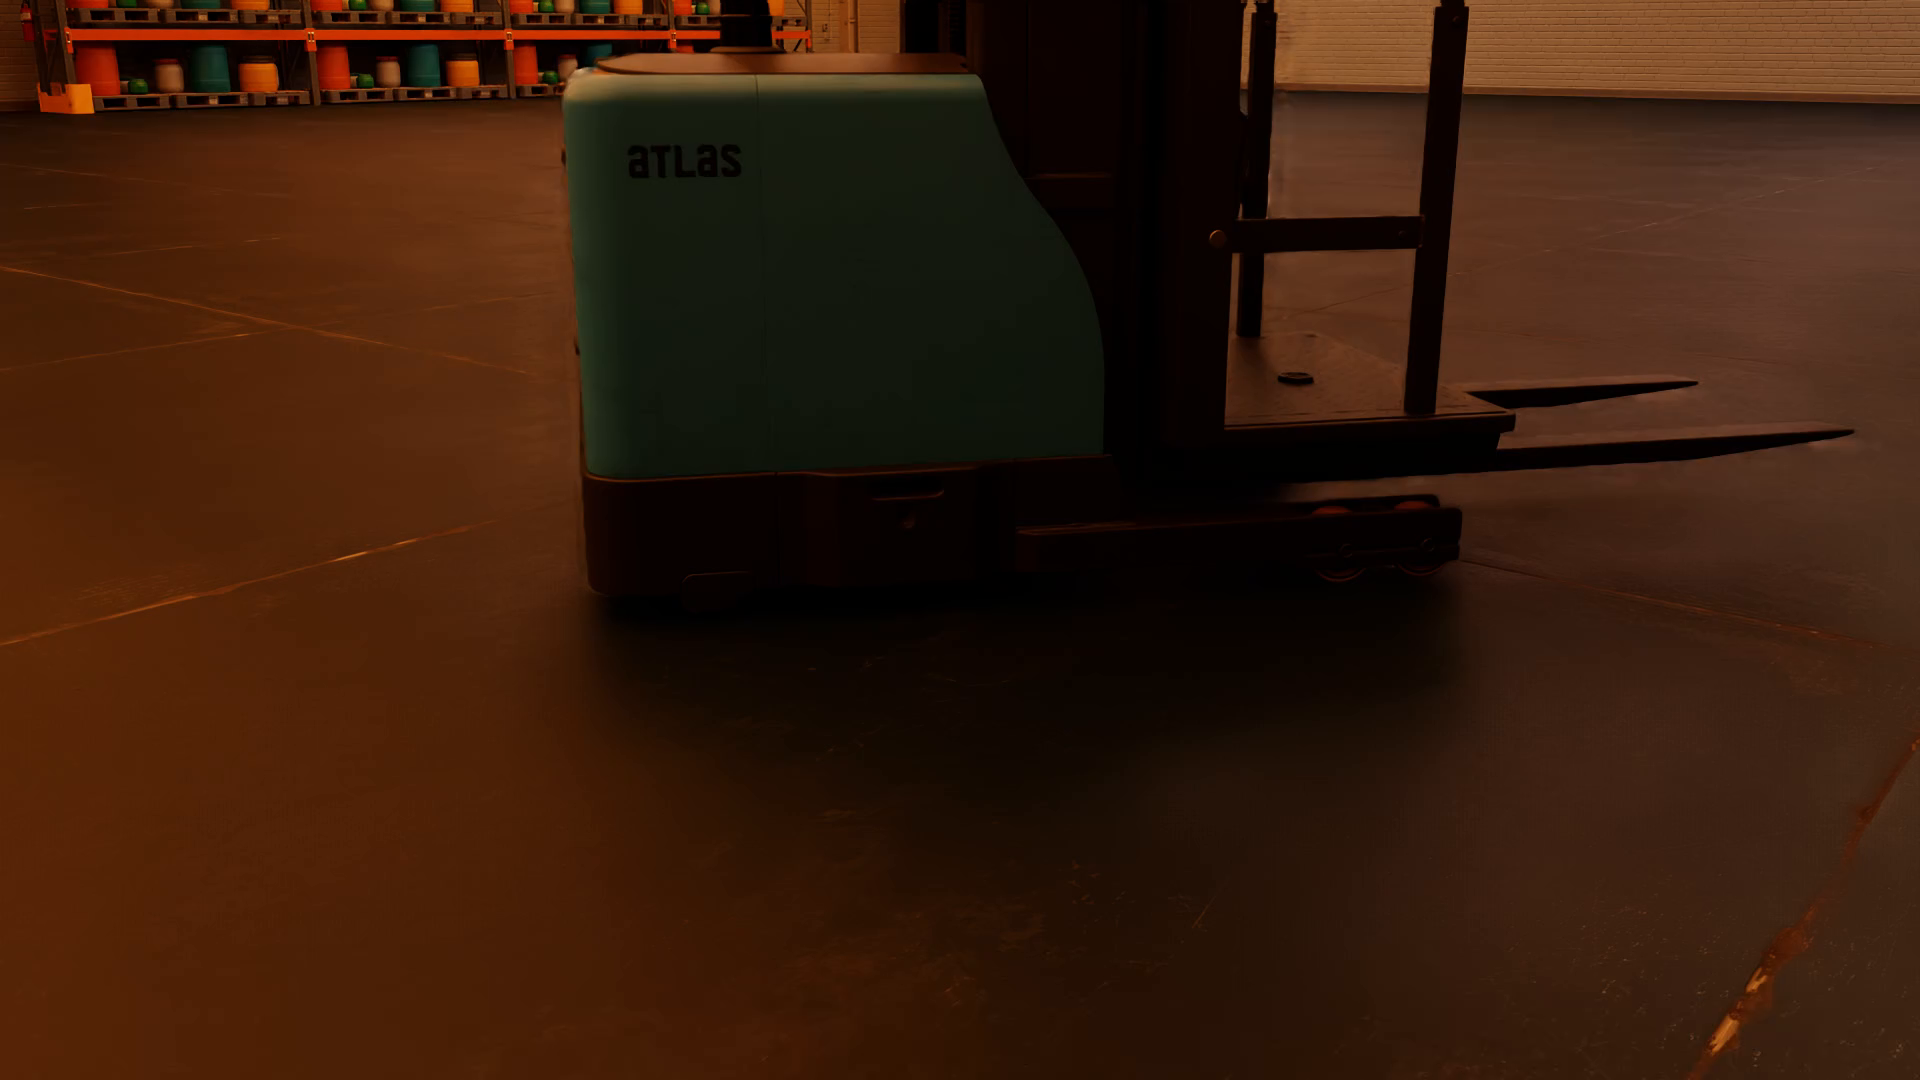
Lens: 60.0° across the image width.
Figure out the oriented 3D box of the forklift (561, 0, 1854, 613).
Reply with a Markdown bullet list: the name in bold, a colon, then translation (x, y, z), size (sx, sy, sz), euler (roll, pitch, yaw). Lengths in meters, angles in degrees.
- **forklift**: translation (0.632, -1.456, 3.693), size (3.031, 2.935, 1.130), euler (-4, 17, -12)
